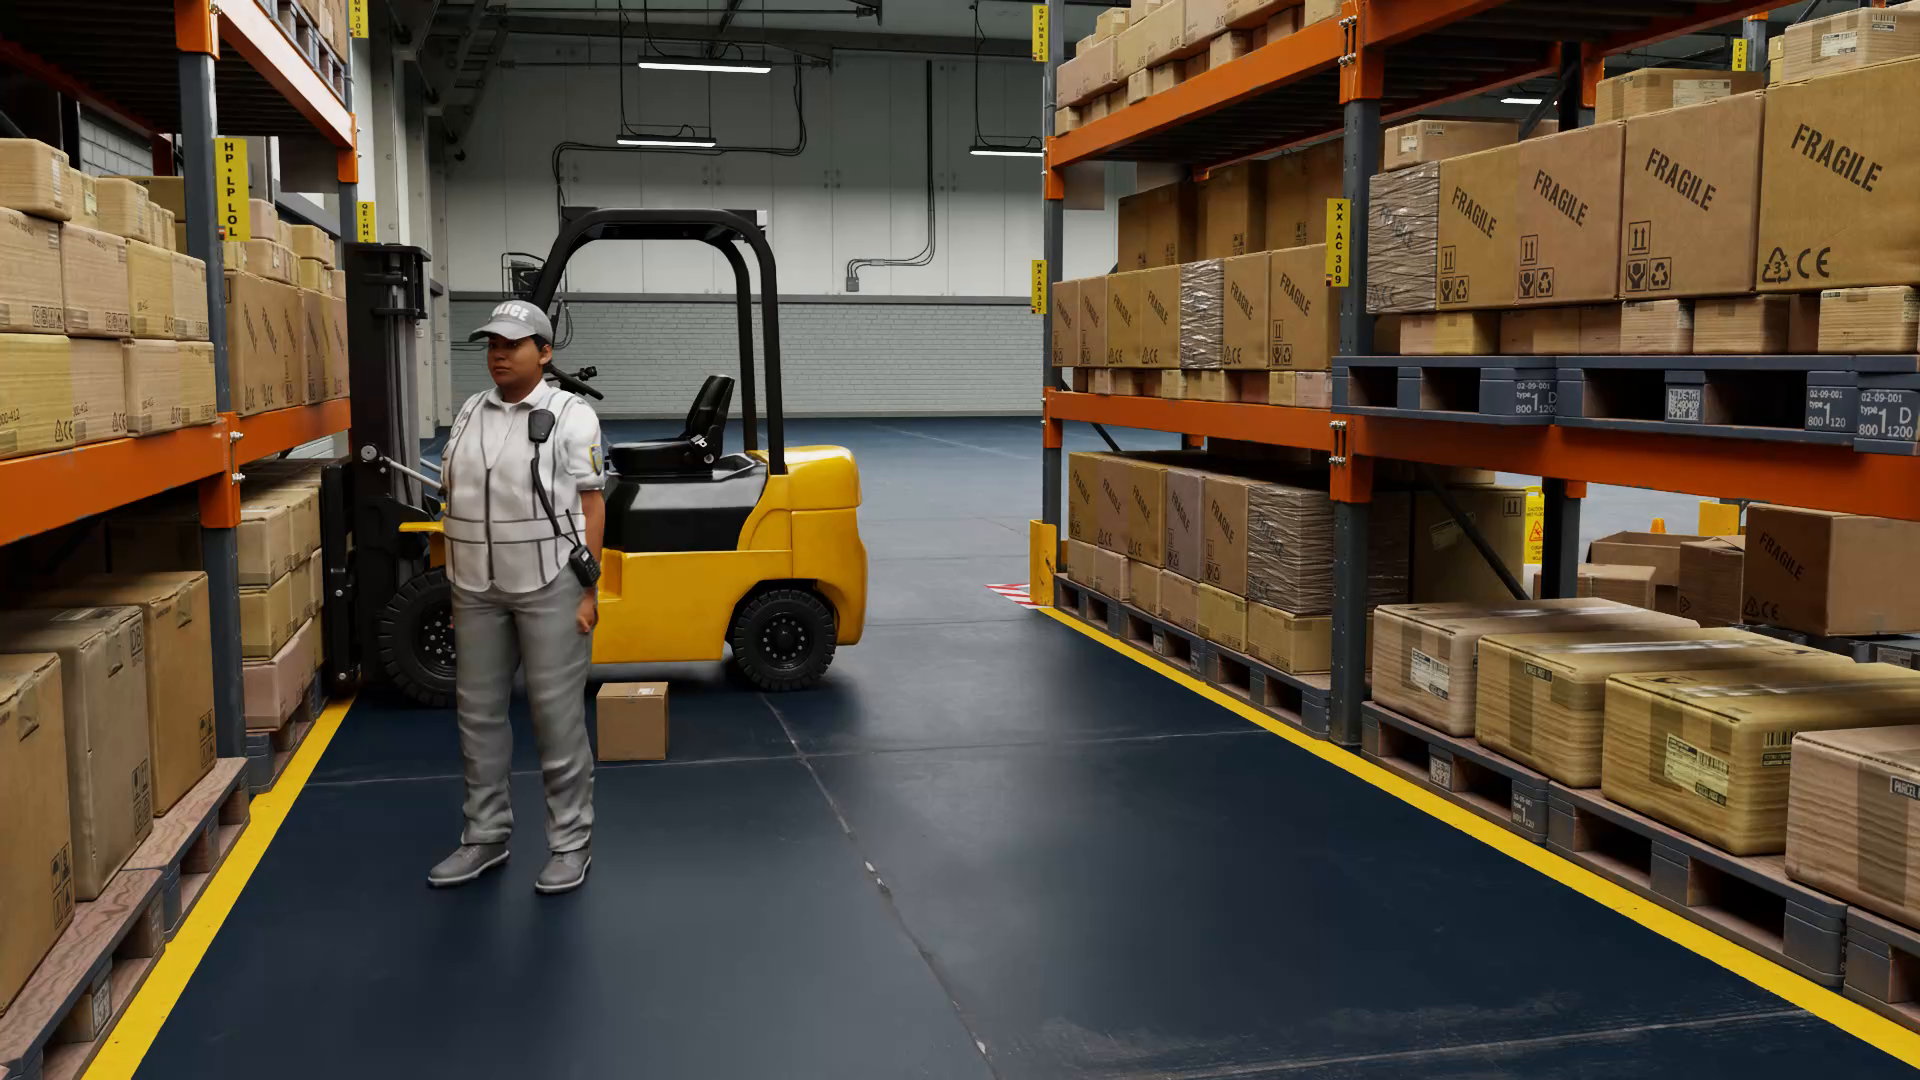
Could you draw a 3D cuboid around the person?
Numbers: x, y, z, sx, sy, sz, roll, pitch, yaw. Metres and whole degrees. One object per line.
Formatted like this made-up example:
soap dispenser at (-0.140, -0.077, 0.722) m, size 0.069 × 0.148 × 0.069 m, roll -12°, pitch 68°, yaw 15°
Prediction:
person at (-1.269, 0.153, 4.777) m, size 0.488 × 1.668 × 0.395 m, roll 1°, pitch 6°, yaw 10°
